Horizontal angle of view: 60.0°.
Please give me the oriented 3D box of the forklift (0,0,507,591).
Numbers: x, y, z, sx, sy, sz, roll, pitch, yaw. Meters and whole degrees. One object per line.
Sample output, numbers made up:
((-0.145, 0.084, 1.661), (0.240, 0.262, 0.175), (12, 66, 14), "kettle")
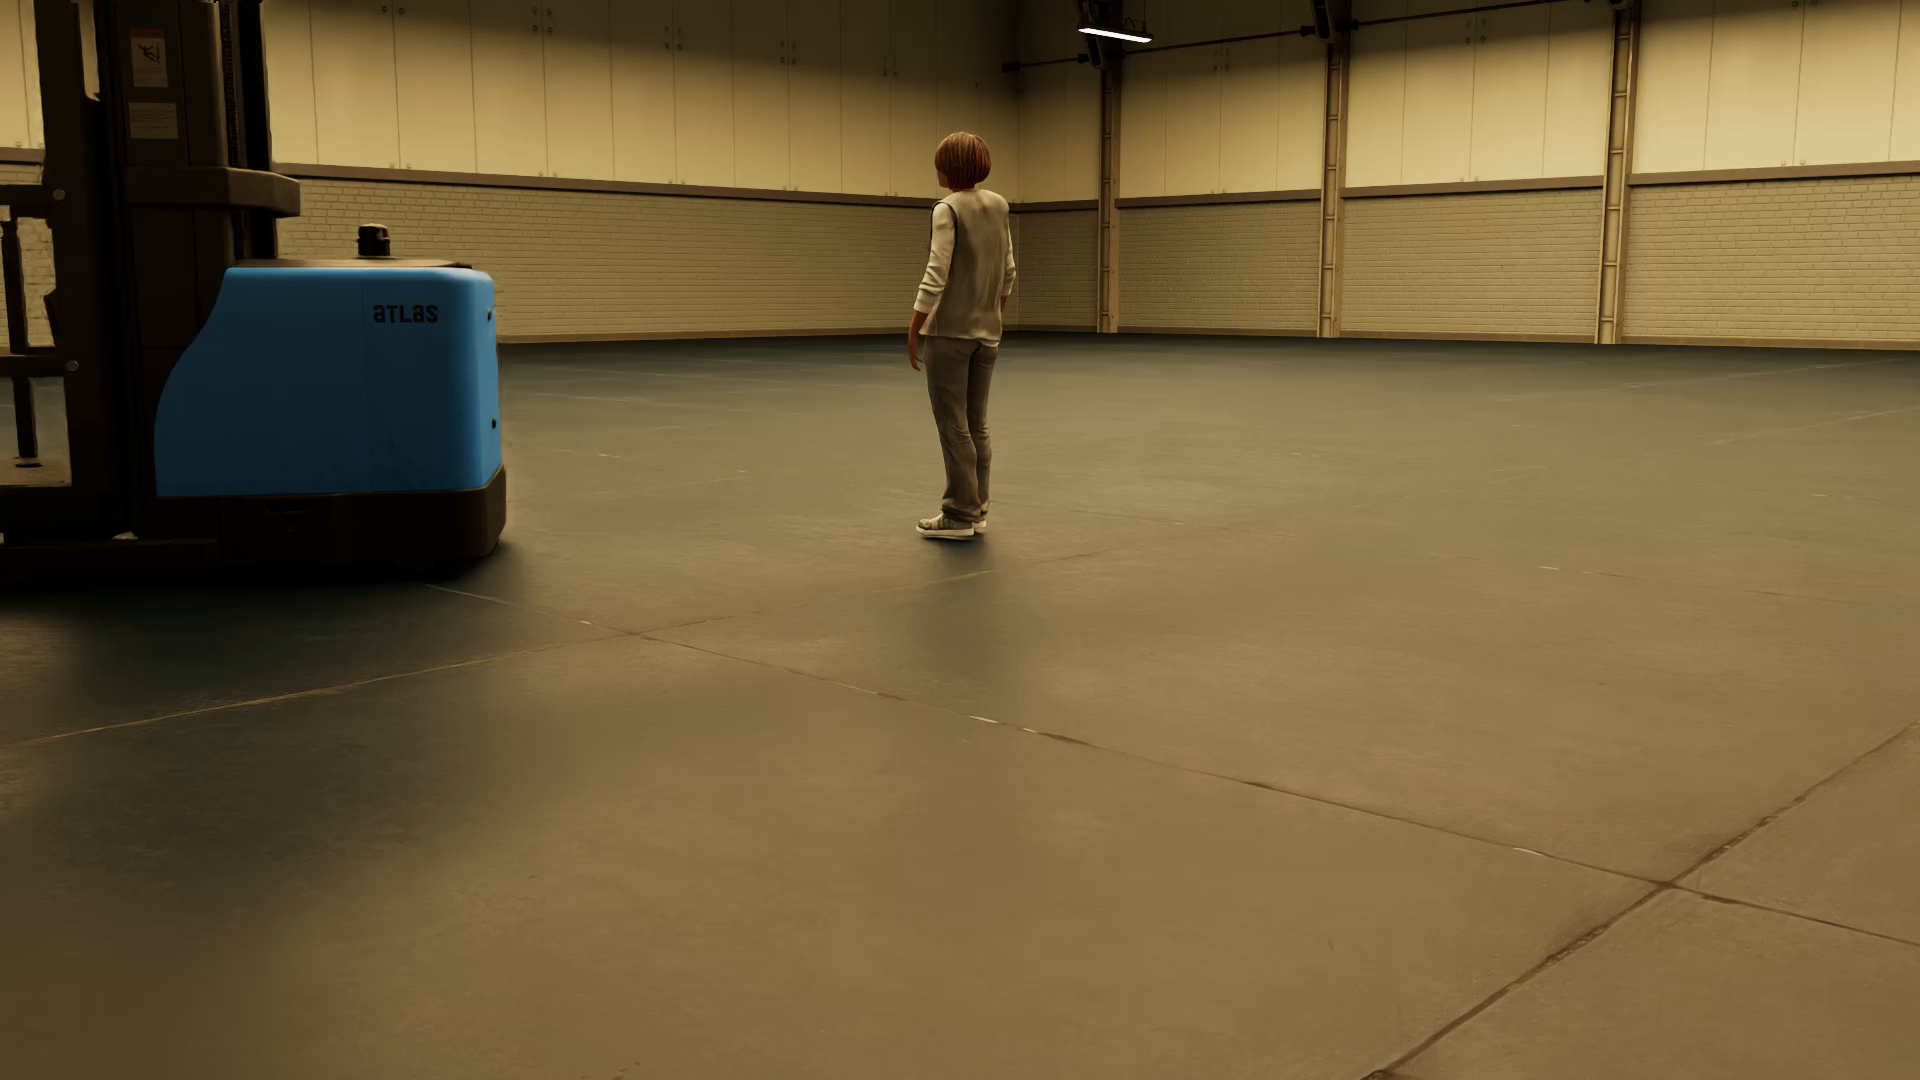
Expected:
((-3.241, -1.348, 5.826), (3.031, 2.935, 1.130), (-2, 9, -11), "forklift")

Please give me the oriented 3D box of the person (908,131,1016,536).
((-0.043, -0.806, 6.658), (0.475, 1.597, 0.520), (8, 12, 43), "person")
